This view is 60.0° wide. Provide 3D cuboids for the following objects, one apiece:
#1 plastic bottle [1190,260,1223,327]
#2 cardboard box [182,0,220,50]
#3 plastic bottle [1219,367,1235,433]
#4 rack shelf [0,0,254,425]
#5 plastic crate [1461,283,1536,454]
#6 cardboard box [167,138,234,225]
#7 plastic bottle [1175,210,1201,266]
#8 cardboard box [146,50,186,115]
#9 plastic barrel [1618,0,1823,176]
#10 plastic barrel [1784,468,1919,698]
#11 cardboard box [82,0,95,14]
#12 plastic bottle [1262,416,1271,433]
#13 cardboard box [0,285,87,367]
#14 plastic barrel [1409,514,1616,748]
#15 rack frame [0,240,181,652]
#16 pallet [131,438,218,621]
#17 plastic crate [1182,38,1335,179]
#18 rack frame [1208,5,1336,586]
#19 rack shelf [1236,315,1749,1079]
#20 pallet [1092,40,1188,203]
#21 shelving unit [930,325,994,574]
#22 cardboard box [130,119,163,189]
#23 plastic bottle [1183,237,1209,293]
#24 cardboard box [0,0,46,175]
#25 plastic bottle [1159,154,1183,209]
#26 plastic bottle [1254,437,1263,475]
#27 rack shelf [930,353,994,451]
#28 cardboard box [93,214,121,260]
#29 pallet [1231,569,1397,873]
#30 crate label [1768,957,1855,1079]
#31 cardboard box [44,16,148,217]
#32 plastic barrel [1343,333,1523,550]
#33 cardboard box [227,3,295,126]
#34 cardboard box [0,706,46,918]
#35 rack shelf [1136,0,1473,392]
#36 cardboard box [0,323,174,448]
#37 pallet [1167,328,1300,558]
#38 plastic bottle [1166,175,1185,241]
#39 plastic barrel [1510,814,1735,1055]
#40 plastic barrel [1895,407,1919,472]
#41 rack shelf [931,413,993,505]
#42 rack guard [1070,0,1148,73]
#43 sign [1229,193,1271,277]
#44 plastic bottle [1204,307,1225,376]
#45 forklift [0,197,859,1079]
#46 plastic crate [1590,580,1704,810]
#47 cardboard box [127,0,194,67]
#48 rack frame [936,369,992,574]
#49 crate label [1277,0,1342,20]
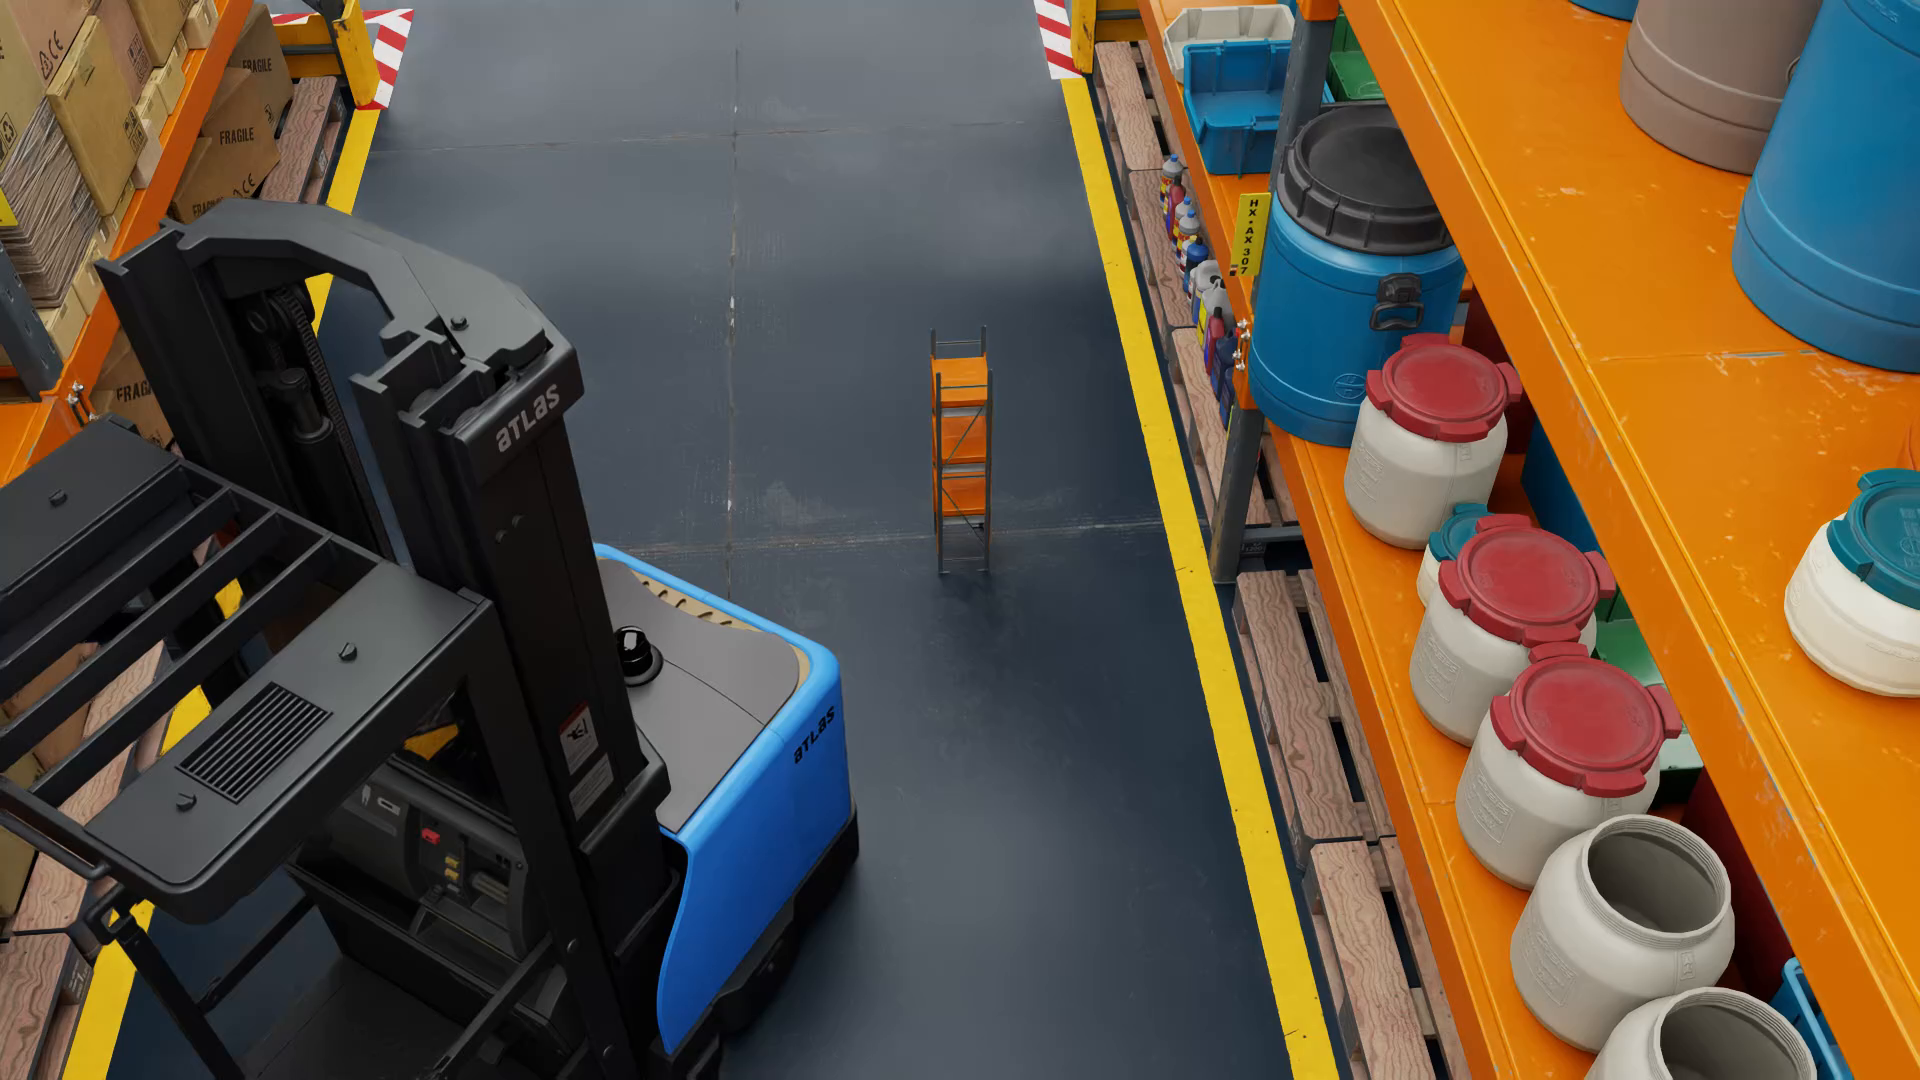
[{"bbox_3d":[1.102,-1.079,7.279,0.152,0.276,0.135,-3,47,-3],"label":"plastic bottle"},{"bbox_3d":[-3.315,-2.159,6.902,0.380,0.149,0.250,-3,47,-3],"label":"cardboard box"},{"bbox_3d":[1.155,-0.614,6.787,0.144,0.351,0.185,-5,47,-4],"label":"plastic bottle"},{"bbox_3d":[-3.607,-1.824,6.907,1.077,0.370,4.000,-3,47,-3],"label":"rack shelf"},{"bbox_3d":[1.841,-0.616,5.223,0.402,0.464,0.583,-3,47,-3],"label":"plastic crate"},{"bbox_3d":[-3.621,-1.466,7.505,0.500,0.500,0.500,0,47,0],"label":"cardboard box"},{"bbox_3d":[1.039,-1.381,7.568,0.097,0.271,0.097,0,47,0],"label":"plastic bottle"},{"bbox_3d":[-3.297,-1.796,6.558,0.380,0.149,0.250,-3,47,-3],"label":"cardboard box"},{"bbox_3d":[1.809,-1.301,3.505,0.600,0.901,0.600,0,47,0],"label":"plastic barrel"},{"bbox_3d":[1.492,0.079,2.639,0.301,0.262,0.301,0,47,0],"label":"plastic barrel"},{"bbox_3d":[-3.309,-2.169,5.776,0.500,0.500,0.500,-3,47,-3],"label":"cardboard box"},{"bbox_3d":[1.298,-0.623,6.795,0.144,0.351,0.185,-3,47,-3],"label":"plastic bottle"},{"bbox_3d":[-3.158,-0.712,5.531,0.380,0.149,0.250,-3,47,-3],"label":"cardboard box"},{"bbox_3d":[1.419,0.264,4.340,0.433,0.535,0.433,0,47,0],"label":"plastic barrel"},{"bbox_3d":[-3.440,-0.624,5.275,1.000,3.000,0.127,-3,47,-3],"label":"rack frame"},{"bbox_3d":[-3.531,-0.149,6.746,1.003,0.211,1.213,-3,47,-3],"label":"pallet"},{"bbox_3d":[1.133,-1.658,6.357,0.499,0.251,0.616,-3,47,-3],"label":"plastic crate"},{"bbox_3d":[1.496,-0.925,5.560,1.000,3.000,0.127,-3,47,-3],"label":"rack frame"},{"bbox_3d":[1.663,0.769,4.451,1.077,0.370,4.000,-3,47,-3],"label":"rack shelf"},{"bbox_3d":[1.277,-2.220,8.707,1.003,0.211,1.213,-3,47,-3],"label":"pallet"},{"bbox_3d":[0.004,-0.322,6.332,0.215,1.050,0.252,-3,47,-3],"label":"shelving unit"},{"bbox_3d":[-3.225,-1.436,6.217,0.380,0.149,0.250,-3,47,-3],"label":"cardboard box"},{"bbox_3d":[1.056,-1.235,7.430,0.097,0.271,0.097,0,47,0],"label":"plastic bottle"},{"bbox_3d":[-3.224,-1.446,5.091,0.500,0.500,0.500,-3,47,-3],"label":"cardboard box"},{"bbox_3d":[1.002,-1.702,7.872,0.097,0.271,0.097,0,47,0],"label":"plastic bottle"},{"bbox_3d":[1.155,-0.358,6.647,0.097,0.201,0.097,0,47,0],"label":"plastic bottle"},{"bbox_3d":[0.004,-0.510,6.134,0.215,0.259,0.240,-3,47,-3],"label":"rack shelf"},{"bbox_3d":[-3.215,-1.073,5.873,0.380,0.149,0.250,-3,47,-3],"label":"cardboard box"},{"bbox_3d":[1.600,0.599,6.037,1.003,0.211,1.213,-3,47,-3],"label":"pallet"},{"bbox_3d":[2.017,1.221,3.503,0.502,0.435,0.616,-3,47,-3],"label":"crate label"},{"bbox_3d":[-3.423,-1.454,5.788,0.875,0.500,0.500,-3,47,-3],"label":"cardboard box"},{"bbox_3d":[1.357,-0.267,4.843,0.433,0.535,0.433,0,47,0],"label":"plastic barrel"},{"bbox_3d":[-3.739,-2.350,8.342,0.500,0.500,0.500,4,47,4],"label":"cardboard box"},{"bbox_3d":[-3.389,0.876,5.273,0.700,0.500,0.500,-4,47,-4],"label":"cardboard box"},{"bbox_3d":[1.328,-2.125,7.192,1.077,0.370,4.000,-3,47,-3],"label":"rack shelf"},{"bbox_3d":[-3.489,-0.615,6.699,0.500,0.500,0.500,10,47,9],"label":"cardboard box"},{"bbox_3d":[1.481,-0.455,7.035,1.003,0.211,1.213,-3,47,-3],"label":"pallet"},{"bbox_3d":[1.003,-1.541,7.711,0.061,0.283,0.133,-3,47,-3],"label":"plastic bottle"},{"bbox_3d":[1.496,0.894,3.760,0.421,0.512,0.421,0,47,0],"label":"plastic barrel"},{"bbox_3d":[1.923,-0.291,2.598,0.600,0.830,0.708,-3,47,-3],"label":"plastic barrel"},{"bbox_3d":[0.004,-0.315,6.340,0.215,0.259,0.240,-3,47,-3],"label":"rack shelf"},{"bbox_3d":[1.214,-2.908,9.160,1.175,0.500,0.348,-3,47,-3],"label":"rack guard"},{"bbox_3d":[0.947,-0.995,5.436,0.100,0.325,0.005,-3,47,-3],"label":"sign"},{"bbox_3d":[1.083,-0.845,7.052,0.061,0.283,0.133,-1,47,-1],"label":"plastic bottle"},{"bbox_3d":[-1.523,0.817,3.957,1.130,2.935,3.031,23,51,20],"label":"forklift"},{"bbox_3d":[1.923,0.390,4.460,0.450,0.188,0.662,-3,47,-3],"label":"plastic crate"},{"bbox_3d":[-3.566,-2.174,6.469,0.875,0.500,0.500,-3,47,-3],"label":"cardboard box"},{"bbox_3d":[0.015,-0.234,6.249,0.200,1.050,0.008,-3,47,-3],"label":"rack frame"},{"bbox_3d":[1.584,-2.516,7.043,0.502,0.435,0.616,-3,47,-3],"label":"crate label"}]
